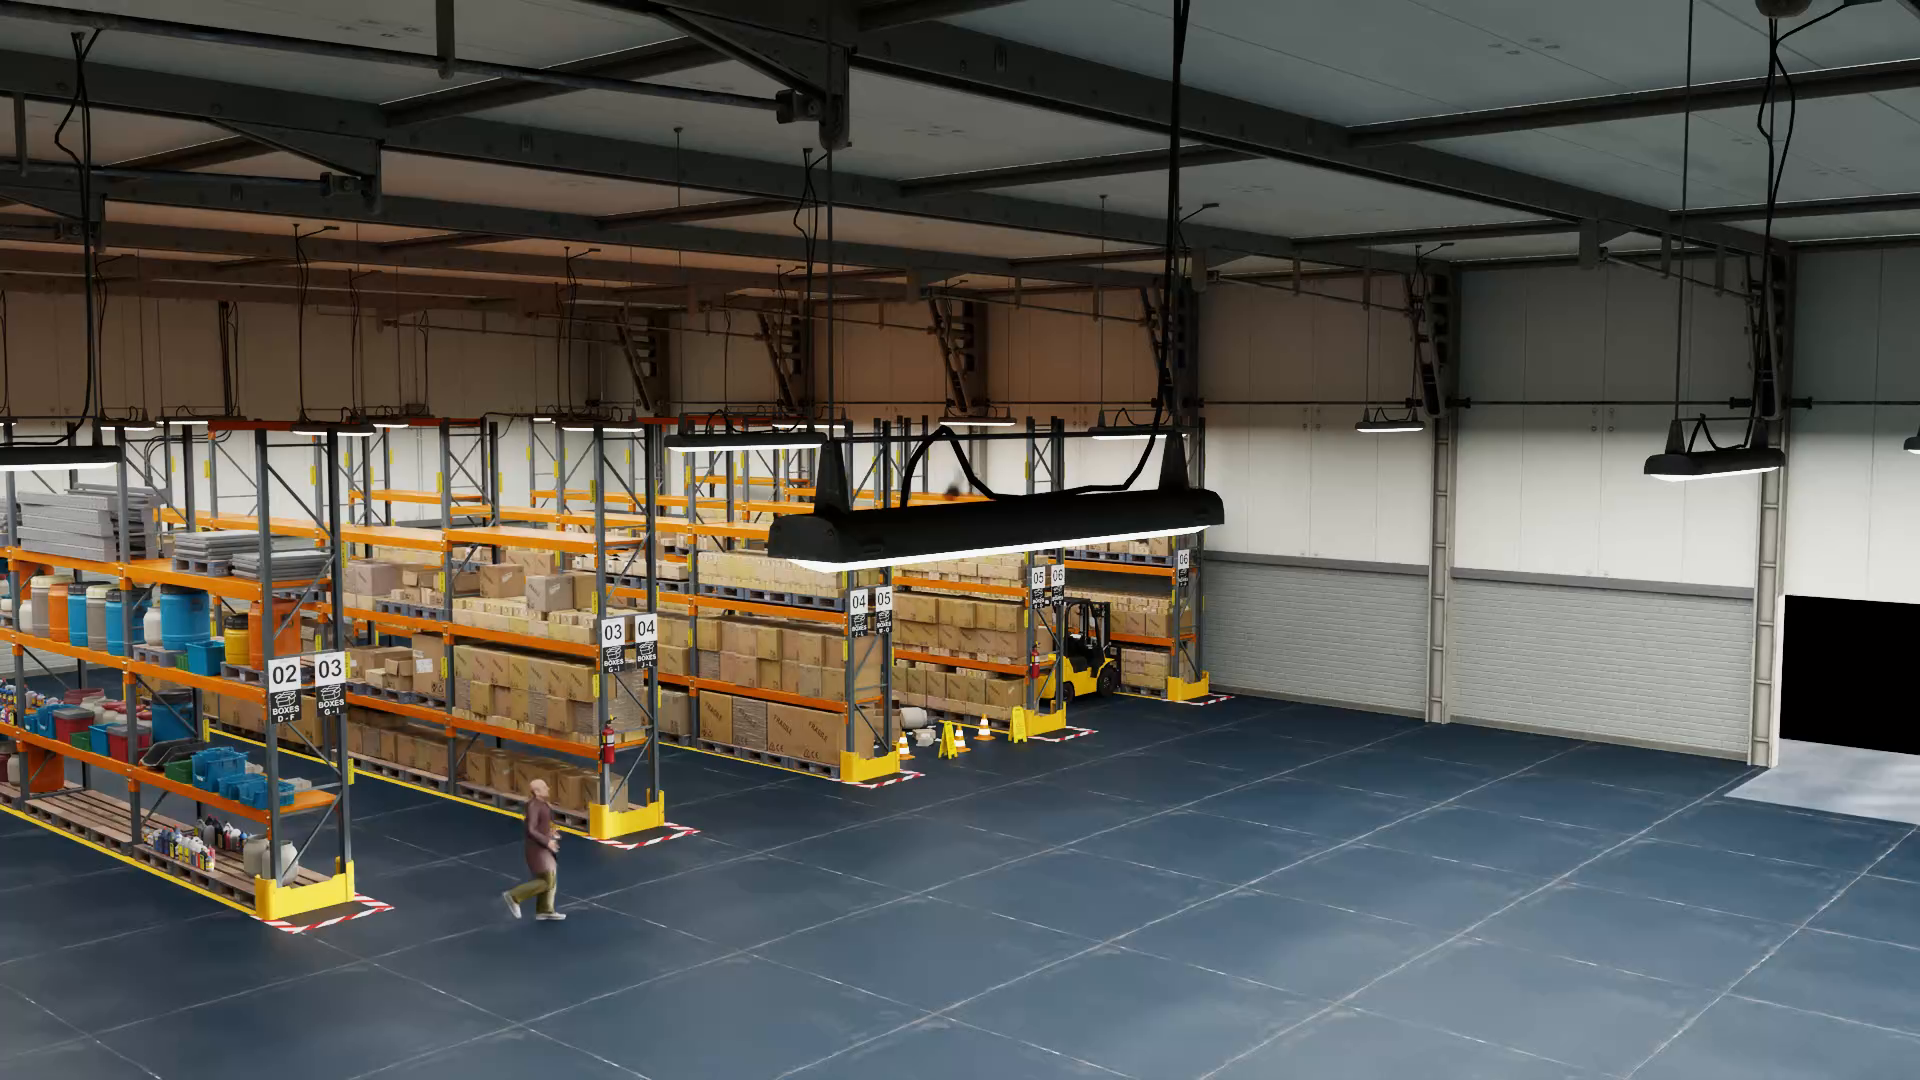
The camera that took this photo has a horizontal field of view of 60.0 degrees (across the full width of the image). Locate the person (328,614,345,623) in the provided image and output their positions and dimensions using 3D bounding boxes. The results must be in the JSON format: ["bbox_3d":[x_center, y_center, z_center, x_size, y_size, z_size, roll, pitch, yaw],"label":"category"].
[{"bbox_3d":[-14.651,2.329,38.973,0.627,1.624,0.543,2,5,22],"label":"person"}]

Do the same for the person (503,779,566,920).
[{"bbox_3d":[-5.200,3.785,20.271,0.743,1.761,0.713,-1,5,-15],"label":"person"}]
